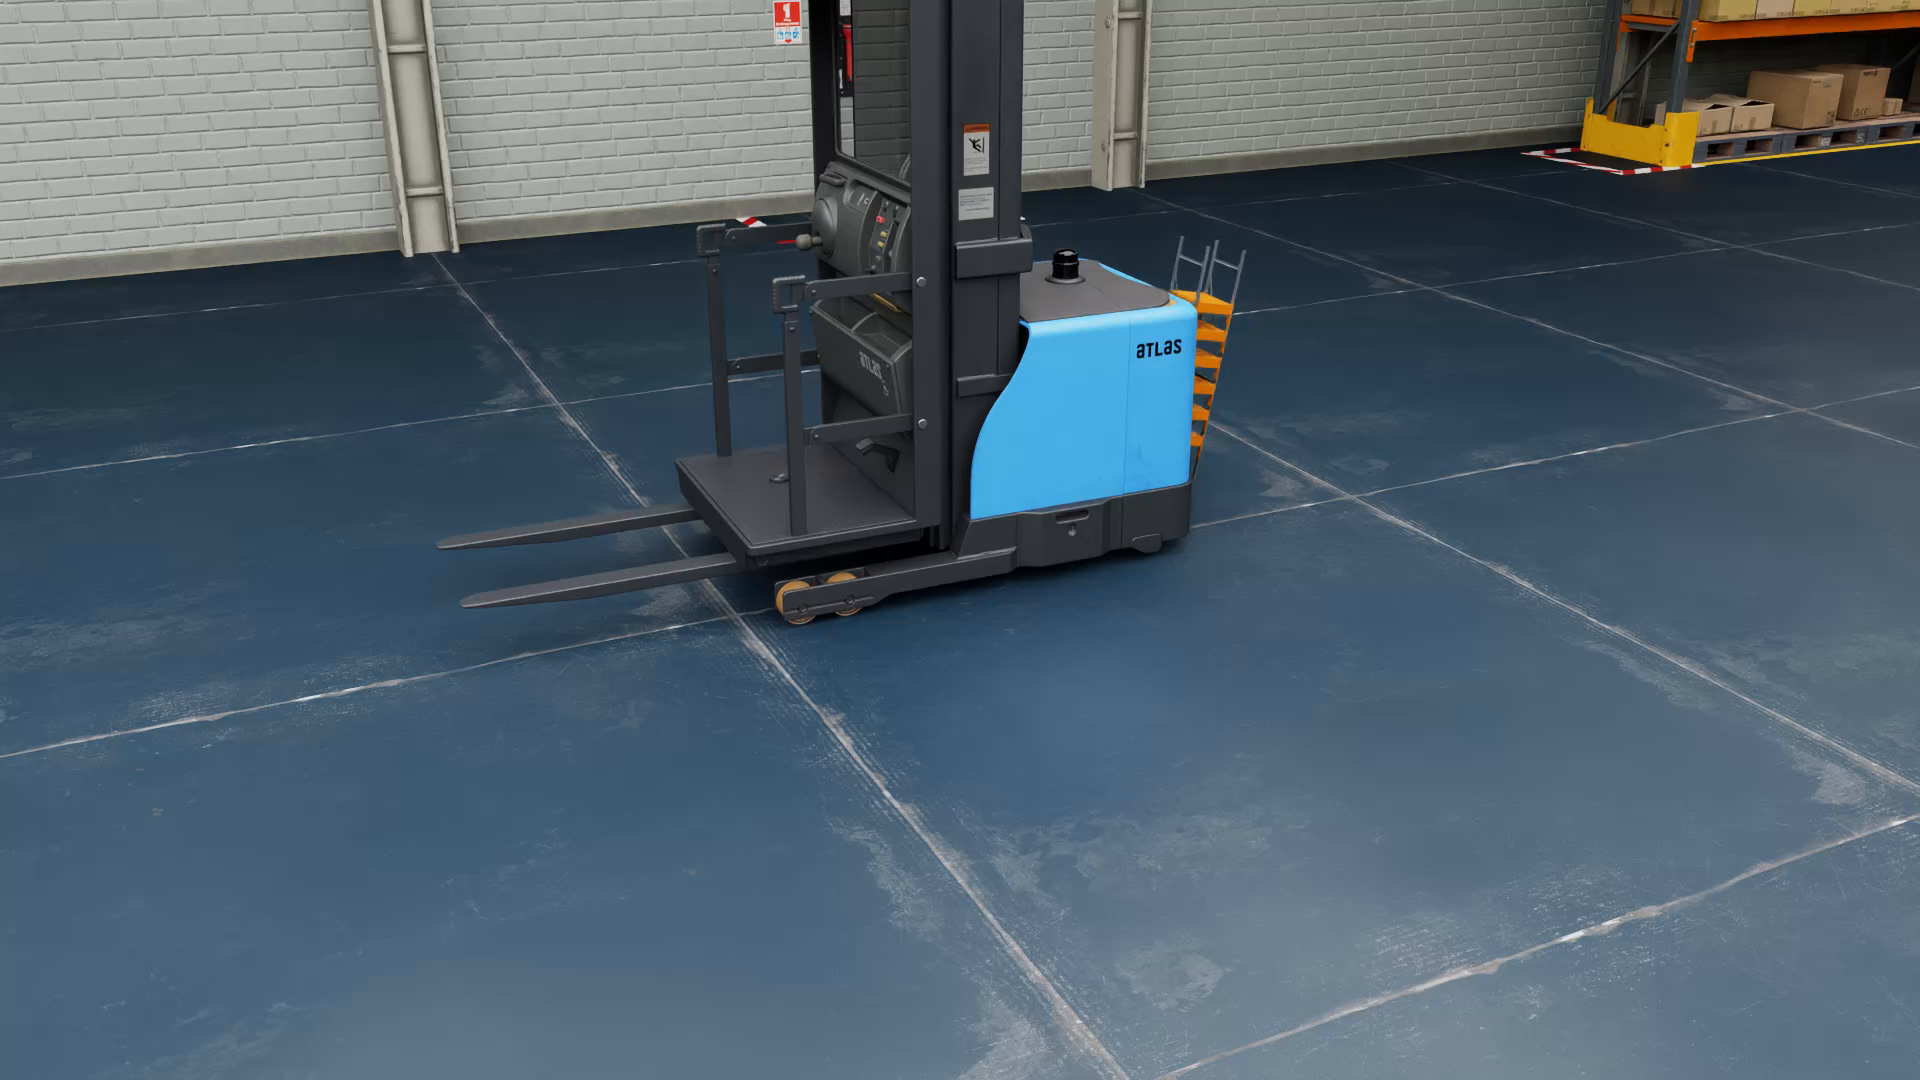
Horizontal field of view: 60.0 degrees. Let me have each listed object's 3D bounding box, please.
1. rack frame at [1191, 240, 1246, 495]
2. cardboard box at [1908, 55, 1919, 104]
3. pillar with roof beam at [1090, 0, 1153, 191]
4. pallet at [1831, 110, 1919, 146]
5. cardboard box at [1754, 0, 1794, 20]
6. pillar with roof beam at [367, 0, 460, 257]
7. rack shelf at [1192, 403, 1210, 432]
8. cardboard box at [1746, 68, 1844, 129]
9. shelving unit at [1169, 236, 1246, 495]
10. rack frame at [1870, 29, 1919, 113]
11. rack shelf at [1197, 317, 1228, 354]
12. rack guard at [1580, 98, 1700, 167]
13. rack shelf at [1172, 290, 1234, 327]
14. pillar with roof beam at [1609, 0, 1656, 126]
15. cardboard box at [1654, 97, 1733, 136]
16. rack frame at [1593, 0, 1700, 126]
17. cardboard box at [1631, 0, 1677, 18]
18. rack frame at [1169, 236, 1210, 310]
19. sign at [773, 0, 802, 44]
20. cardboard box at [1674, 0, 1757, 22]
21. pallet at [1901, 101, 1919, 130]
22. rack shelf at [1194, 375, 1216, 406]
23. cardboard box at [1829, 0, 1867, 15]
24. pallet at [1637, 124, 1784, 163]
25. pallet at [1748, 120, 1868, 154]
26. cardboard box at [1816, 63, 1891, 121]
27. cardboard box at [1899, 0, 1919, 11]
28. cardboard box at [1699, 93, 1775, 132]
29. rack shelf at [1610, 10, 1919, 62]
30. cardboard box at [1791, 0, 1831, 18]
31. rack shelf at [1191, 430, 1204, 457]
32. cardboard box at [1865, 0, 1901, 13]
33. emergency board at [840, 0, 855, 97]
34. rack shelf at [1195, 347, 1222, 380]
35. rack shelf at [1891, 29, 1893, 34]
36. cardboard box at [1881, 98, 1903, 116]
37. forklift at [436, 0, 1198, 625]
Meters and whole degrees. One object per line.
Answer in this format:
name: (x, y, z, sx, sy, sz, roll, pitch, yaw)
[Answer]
rack frame: (1.084, -0.729, 7.464, 0.006, 1.200, 0.240, 1, 20, -25)
cardboard box: (10.824, -4.982, 18.058, 0.500, 0.500, 0.700, -10, 24, -22)
pillar with roof beam: (3.280, -5.850, 9.617, 0.400, 9.000, 9.100, -10, 25, -24)
pallet: (9.578, -4.394, 17.590, 1.213, 0.211, 1.003, -10, 25, -24)
cardboard box: (7.602, -5.145, 15.928, 0.500, 0.250, 0.500, -11, 25, -25)
pillar with roof beam: (-2.127, -4.855, 7.212, 0.400, 9.000, 9.100, -10, 25, -24)
rack shelf: (0.974, -0.576, 7.476, 0.180, 0.103, 0.258, 1, 20, -25)
cardboard box: (8.422, -4.474, 16.829, 0.500, 0.500, 0.700, -12, 25, -27)
shelving unit: (1.002, -0.730, 7.425, 0.189, 1.200, 0.258, 1, 20, -25)
rack frame: (10.168, -5.806, 17.355, 0.127, 3.000, 1.000, -10, 25, -24)
rack shelf: (1.034, -0.913, 7.364, 0.180, 0.103, 0.258, 1, 20, -25)
rack guard: (6.632, -4.000, 16.260, 0.348, 0.500, 1.175, -10, 25, -24)
rack shelf: (1.055, -1.026, 7.327, 0.180, 0.103, 0.258, 1, 20, -25)
pillar with roof beam: (8.686, -6.845, 12.021, 0.400, 9.000, 9.100, -10, 25, -24)
cardboard box: (7.226, -4.187, 16.384, 0.500, 0.311, 0.500, -14, 26, -30)
rack frame: (6.563, -5.143, 15.752, 0.127, 3.000, 1.000, -10, 25, -24)
cardboard box: (6.900, -5.227, 16.125, 0.500, 0.250, 0.500, -10, 25, -23)
rack frame: (0.919, -0.732, 7.385, 0.006, 1.200, 0.240, 1, 20, -25)
sign: (-1.374, -4.125, 13.247, 0.234, 0.329, 0.001, -10, 25, -24)
cardboard box: (7.141, -5.054, 15.708, 0.500, 0.250, 0.500, -11, 25, -25)
pallet: (10.868, -4.647, 18.201, 1.213, 0.211, 1.003, -10, 25, -24)
rack shelf: (0.994, -0.689, 7.438, 0.180, 0.103, 0.258, 1, 20, -25)
cardboard box: (8.520, -5.311, 16.328, 0.500, 0.250, 0.500, -10, 25, -23)
pallet: (7.379, -3.989, 16.612, 1.213, 0.211, 1.003, -10, 25, -24)
pallet: (8.477, -4.190, 17.097, 1.213, 0.211, 1.003, -10, 25, -24)
cardboard box: (9.250, -4.669, 17.299, 0.500, 0.500, 0.500, -12, 26, -28)
cardboard box: (9.420, -5.483, 16.745, 0.500, 0.250, 0.500, -10, 25, -23)
cardboard box: (7.739, -4.282, 16.613, 0.500, 0.311, 0.500, -8, 24, -19)
rack shelf: (8.365, -5.142, 16.691, 4.000, 0.370, 1.077, -10, 25, -24)
cardboard box: (8.064, -5.228, 16.127, 0.500, 0.250, 0.500, -11, 25, -24)
rack shelf: (0.954, -0.464, 7.513, 0.180, 0.103, 0.258, 1, 20, -25)
cardboard box: (8.973, -5.395, 16.530, 0.500, 0.250, 0.500, -11, 25, -24)
emergency board: (-0.831, -4.165, 13.390, 0.643, 1.169, 0.194, -10, 25, -24)
rack shelf: (1.014, -0.801, 7.401, 0.180, 0.103, 0.258, 1, 20, -25)
rack shelf: (11.970, -5.806, 18.294, 4.000, 0.370, 1.077, -10, 25, -24)
cardboard box: (9.698, -4.601, 17.573, 0.250, 0.166, 0.380, -14, 26, -30)
forklift: (-0.576, -1.256, 6.452, 3.031, 2.935, 1.130, -10, 24, -22)
